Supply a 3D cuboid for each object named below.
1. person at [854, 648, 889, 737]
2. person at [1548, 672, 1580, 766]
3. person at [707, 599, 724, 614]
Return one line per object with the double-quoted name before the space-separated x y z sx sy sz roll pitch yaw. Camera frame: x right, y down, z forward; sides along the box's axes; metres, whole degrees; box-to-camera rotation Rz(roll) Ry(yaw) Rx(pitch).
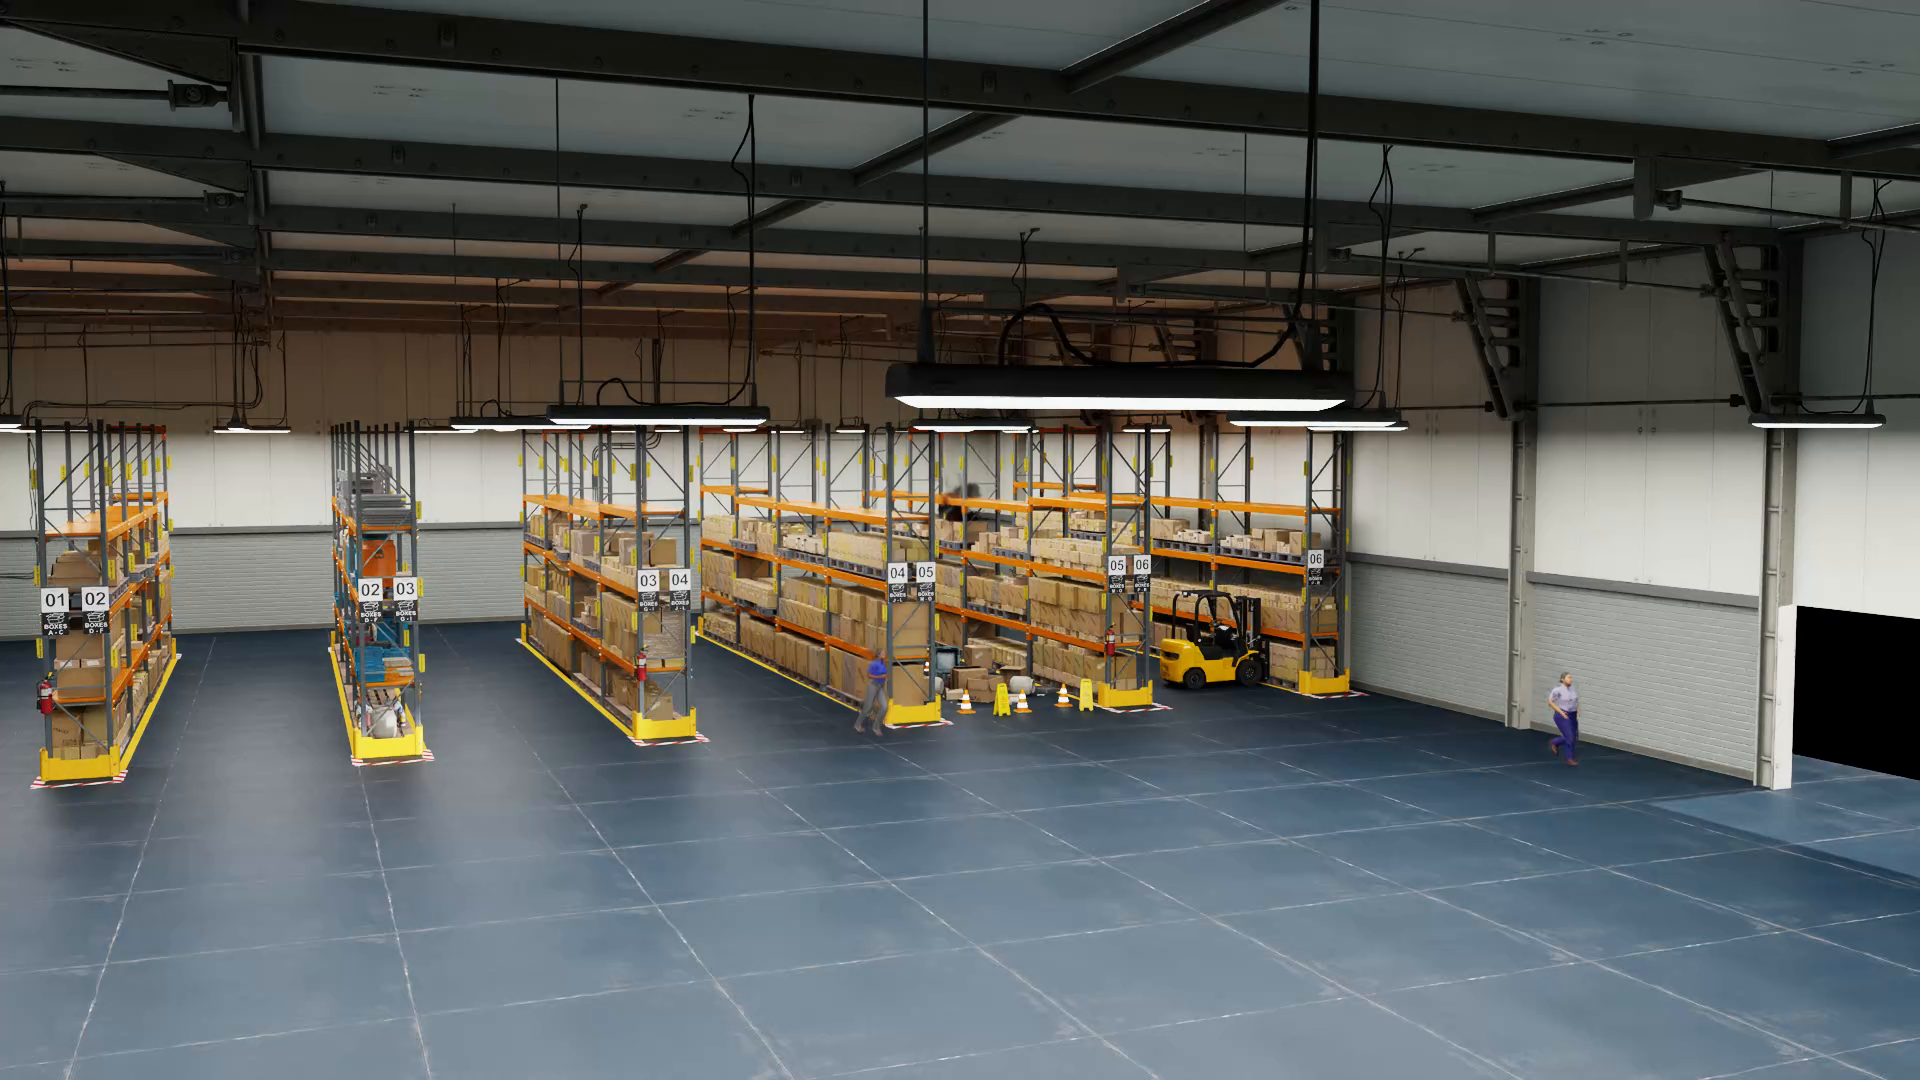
"person" -1.612 2.921 32.006 0.707 1.677 0.610 3 5 40
"person" 10.552 3.103 29.043 0.624 1.591 0.694 -2 4 -29
"person" -7.332 1.768 49.541 0.951 1.663 0.710 1 4 16
